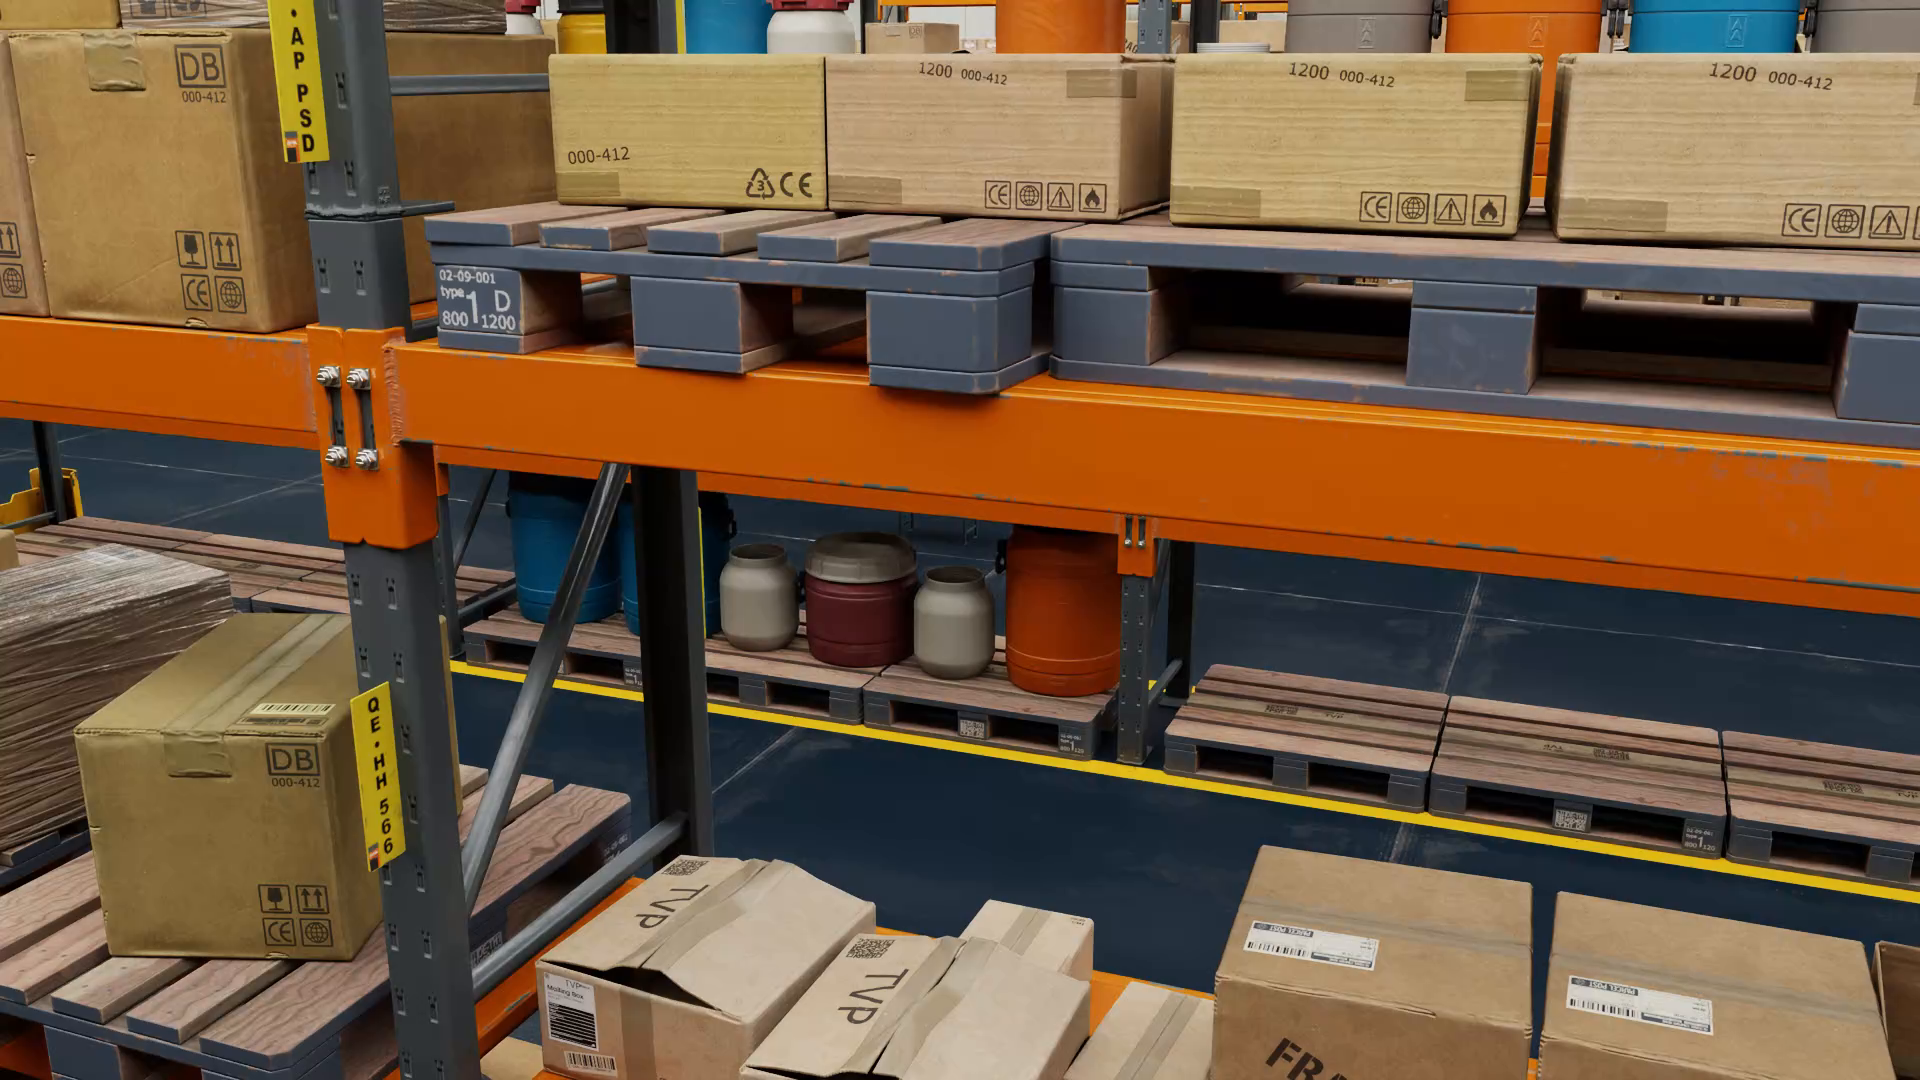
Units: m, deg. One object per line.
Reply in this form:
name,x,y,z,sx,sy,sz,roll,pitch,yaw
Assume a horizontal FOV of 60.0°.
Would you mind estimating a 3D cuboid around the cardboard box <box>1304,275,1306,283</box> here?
cardboard box,2.259,-1.810,12.350,0.500,0.500,0.500,7,18,22

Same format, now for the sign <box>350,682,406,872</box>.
sign,-1.020,0.416,2.924,0.005,0.325,0.100,6,17,21

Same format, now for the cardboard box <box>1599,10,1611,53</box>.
cardboard box,4.093,-3.287,11.161,0.500,0.500,0.500,6,17,19

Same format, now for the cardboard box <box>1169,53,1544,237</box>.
cardboard box,0.636,-0.635,2.617,0.500,0.250,0.500,6,17,20

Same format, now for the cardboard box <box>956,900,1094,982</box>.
cardboard box,0.109,0.934,3.528,0.250,0.149,0.380,6,17,21

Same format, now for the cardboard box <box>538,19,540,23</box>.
cardboard box,-3.651,-4.205,14.284,0.500,0.500,0.700,6,17,19

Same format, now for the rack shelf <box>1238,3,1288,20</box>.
rack shelf,6.402,-8.182,25.725,4.000,0.370,1.077,6,17,21

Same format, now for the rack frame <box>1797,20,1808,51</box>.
rack frame,11.984,-8.106,23.454,0.127,3.000,1.000,6,17,21

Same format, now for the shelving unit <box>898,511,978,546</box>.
shelving unit,-0.154,-0.593,11.565,0.503,1.200,0.258,6,17,21

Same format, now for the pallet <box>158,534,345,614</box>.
pallet,-4.567,0.249,10.438,1.213,0.211,1.003,6,17,21

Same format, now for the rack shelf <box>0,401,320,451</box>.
rack shelf,-4.590,-0.760,10.201,4.000,0.370,1.077,6,17,21

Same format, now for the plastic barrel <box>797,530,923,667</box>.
plastic barrel,-0.520,0.304,8.819,0.708,0.588,0.600,6,17,21

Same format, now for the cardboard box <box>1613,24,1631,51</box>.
cardboard box,6.443,-4.685,15.940,0.500,0.500,0.500,6,17,21

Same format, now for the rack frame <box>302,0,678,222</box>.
rack frame,-0.829,-2.088,2.726,0.127,3.000,1.000,6,17,21

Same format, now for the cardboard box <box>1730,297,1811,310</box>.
cardboard box,5.842,-1.974,11.265,1.000,1.000,1.000,6,17,21

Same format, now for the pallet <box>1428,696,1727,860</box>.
pallet,2.829,1.062,7.636,1.213,0.211,1.003,6,17,21

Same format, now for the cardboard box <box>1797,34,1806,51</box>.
cardboard box,9.580,-5.774,19.420,0.500,0.250,0.500,7,17,22

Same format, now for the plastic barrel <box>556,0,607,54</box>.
plastic barrel,-1.806,-2.593,8.753,0.600,0.588,0.600,0,16,0

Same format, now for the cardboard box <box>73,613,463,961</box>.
cardboard box,-1.457,0.508,3.611,0.500,0.500,0.700,1,16,2

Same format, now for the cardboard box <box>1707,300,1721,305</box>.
cardboard box,6.937,-1.904,16.134,0.750,0.750,1.050,6,17,21

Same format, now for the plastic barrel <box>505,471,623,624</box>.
plastic barrel,-2.230,-0.035,9.423,0.708,0.901,0.600,6,17,21

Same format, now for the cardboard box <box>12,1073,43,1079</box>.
cardboard box,-2.267,1.694,4.152,0.500,0.500,0.500,6,17,19

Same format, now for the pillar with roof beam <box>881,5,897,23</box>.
pillar with roof beam,-2.936,-8.726,25.592,0.400,9.000,9.100,6,17,21

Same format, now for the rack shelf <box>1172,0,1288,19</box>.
rack shelf,4.584,-6.894,21.289,4.000,0.370,1.077,6,17,21

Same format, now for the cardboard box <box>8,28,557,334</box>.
cardboard box,-1.248,-0.732,3.254,0.500,0.500,0.910,6,17,21

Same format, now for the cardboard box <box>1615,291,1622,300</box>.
cardboard box,8.360,-3.073,20.839,0.625,0.372,0.950,7,18,22

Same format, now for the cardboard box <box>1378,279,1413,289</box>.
cardboard box,3.326,-1.981,12.184,0.500,0.500,0.500,4,17,14

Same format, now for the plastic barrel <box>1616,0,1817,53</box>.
plastic barrel,2.943,-1.893,6.535,0.708,0.901,0.600,6,17,21

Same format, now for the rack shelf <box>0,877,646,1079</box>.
rack shelf,-2.690,0.934,4.368,4.000,0.370,1.077,6,17,21

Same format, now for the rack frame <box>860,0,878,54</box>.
rack frame,-0.912,-5.066,12.984,0.127,3.000,1.000,6,17,21

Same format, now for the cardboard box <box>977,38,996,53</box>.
cardboard box,0.361,-5.247,17.644,0.250,0.149,0.380,7,18,22

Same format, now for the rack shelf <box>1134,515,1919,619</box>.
rack shelf,2.852,0.059,7.382,4.000,0.370,1.077,6,17,21

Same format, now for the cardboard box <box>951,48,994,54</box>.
cardboard box,0.075,-3.649,12.890,0.500,0.311,0.500,6,17,19

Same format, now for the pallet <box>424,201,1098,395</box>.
pallet,-0.165,-0.511,3.012,1.003,0.211,1.213,7,18,23

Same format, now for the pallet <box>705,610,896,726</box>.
pallet,-0.888,0.653,9.047,1.213,0.211,1.003,6,17,21

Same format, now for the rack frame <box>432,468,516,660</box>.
rack frame,-2.730,-0.901,9.396,0.127,3.000,1.000,6,17,21

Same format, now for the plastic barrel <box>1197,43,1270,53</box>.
plastic barrel,1.168,-1.875,7.170,0.421,0.512,0.421,0,16,0

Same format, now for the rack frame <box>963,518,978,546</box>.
rack frame,0.073,-0.568,11.479,0.015,1.200,0.240,6,17,21

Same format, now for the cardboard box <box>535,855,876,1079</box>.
cardboard box,-0.507,0.884,3.408,0.500,0.311,0.500,7,18,24

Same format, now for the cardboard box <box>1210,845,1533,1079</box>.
cardboard box,0.737,0.912,2.972,0.500,0.500,0.500,5,17,18

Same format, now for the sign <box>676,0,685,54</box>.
sign,-0.618,-1.077,3.554,0.005,0.325,0.100,6,17,21
